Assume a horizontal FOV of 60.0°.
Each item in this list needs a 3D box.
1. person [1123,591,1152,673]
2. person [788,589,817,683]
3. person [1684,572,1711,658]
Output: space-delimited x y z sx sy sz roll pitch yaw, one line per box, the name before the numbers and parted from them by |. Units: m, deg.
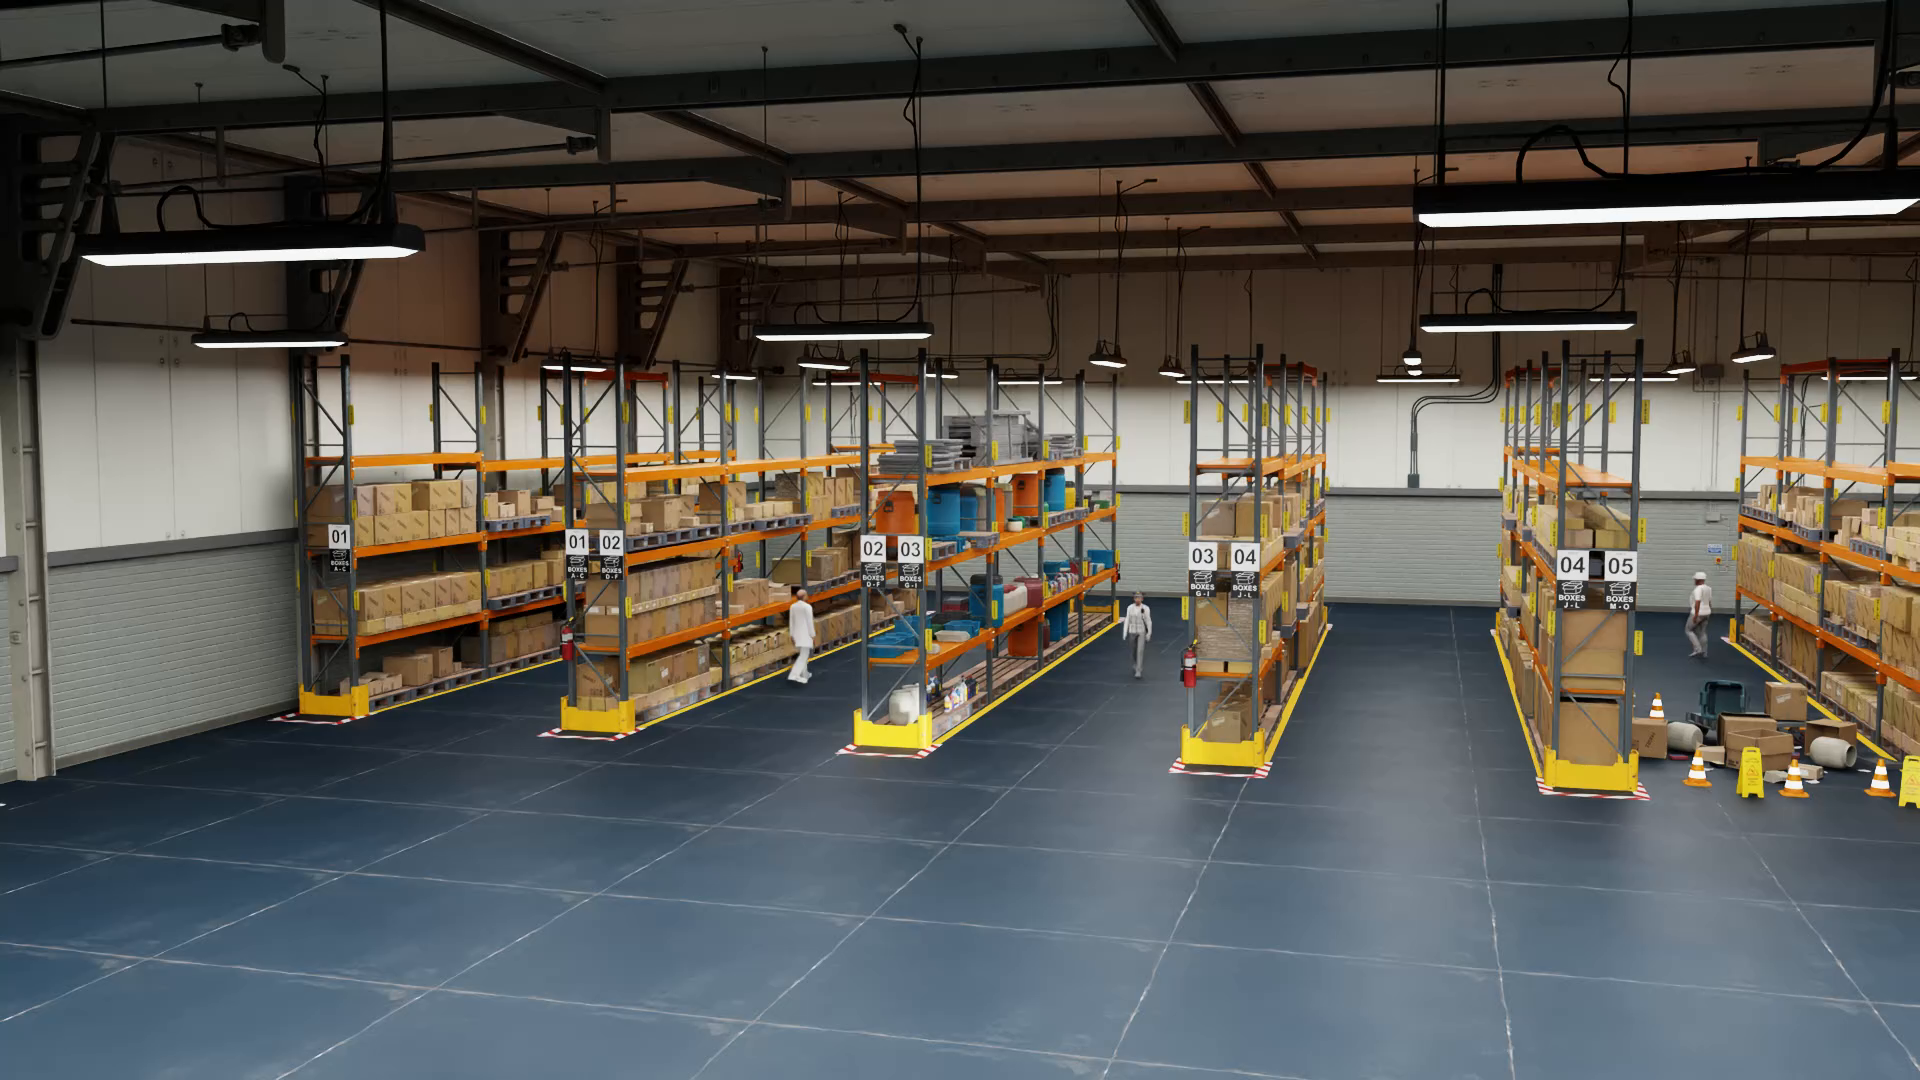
person | 3.438 1.744 32.025 0.523 1.571 0.846 1 4 15
person | -2.944 1.841 31.008 0.644 1.666 1.022 3 5 33
person | 15.279 1.546 34.347 0.608 1.767 0.416 -3 5 -33
